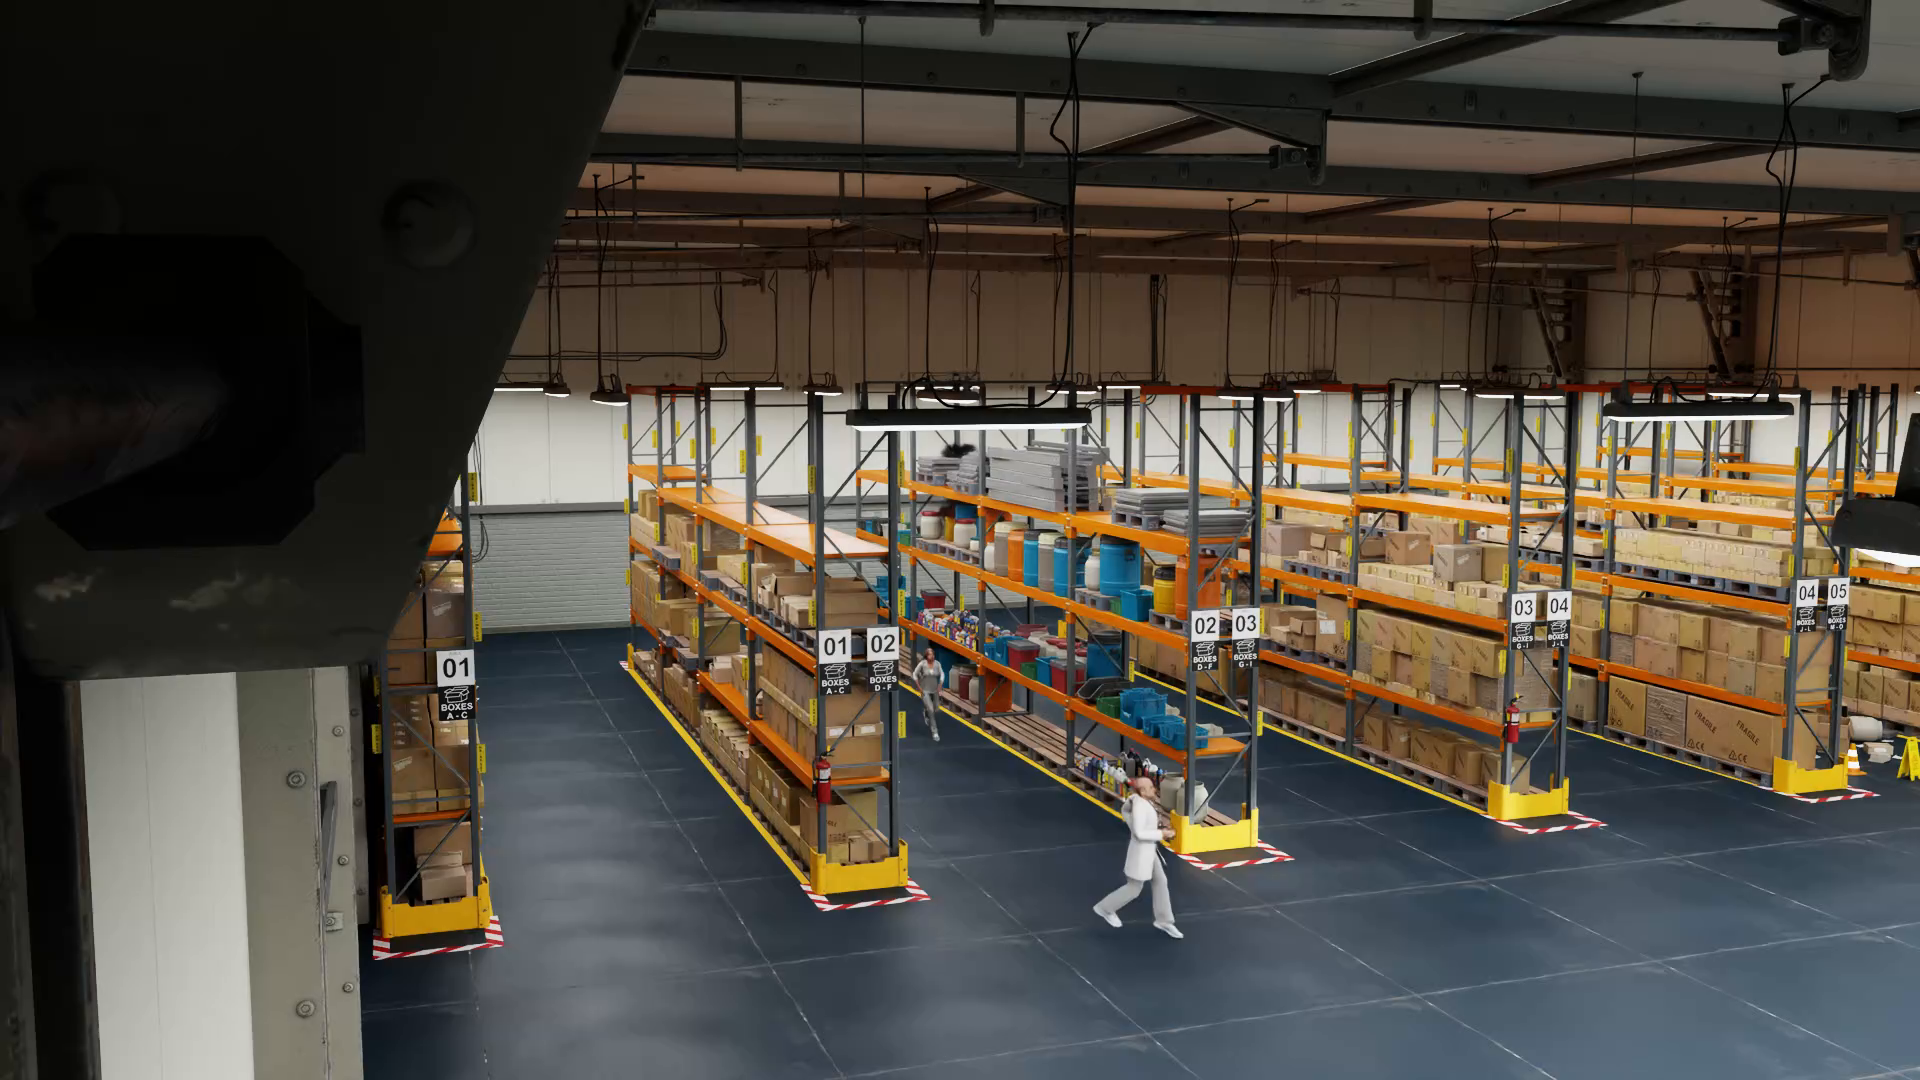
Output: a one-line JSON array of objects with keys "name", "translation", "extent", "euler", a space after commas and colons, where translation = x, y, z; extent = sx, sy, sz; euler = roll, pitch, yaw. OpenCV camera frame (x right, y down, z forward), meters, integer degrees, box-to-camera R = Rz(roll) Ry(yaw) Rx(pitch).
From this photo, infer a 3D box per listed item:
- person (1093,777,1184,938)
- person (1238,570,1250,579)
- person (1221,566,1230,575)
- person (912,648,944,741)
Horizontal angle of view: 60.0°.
[{"name": "person", "translation": [1.996, 3.543, 18.551], "extent": [1.015, 1.836, 0.711], "euler": [1, 6, 14]}, {"name": "person", "translation": [6.988, 1.269, 41.026], "extent": [0.512, 1.675, 0.638], "euler": [-3, 7, -26]}, {"name": "person", "translation": [6.124, 1.456, 38.842], "extent": [0.687, 1.774, 0.865], "euler": [0, 6, 1]}, {"name": "person", "translation": [-0.541, 2.620, 28.571], "extent": [0.559, 1.576, 0.695], "euler": [-2, 6, -16]}]
